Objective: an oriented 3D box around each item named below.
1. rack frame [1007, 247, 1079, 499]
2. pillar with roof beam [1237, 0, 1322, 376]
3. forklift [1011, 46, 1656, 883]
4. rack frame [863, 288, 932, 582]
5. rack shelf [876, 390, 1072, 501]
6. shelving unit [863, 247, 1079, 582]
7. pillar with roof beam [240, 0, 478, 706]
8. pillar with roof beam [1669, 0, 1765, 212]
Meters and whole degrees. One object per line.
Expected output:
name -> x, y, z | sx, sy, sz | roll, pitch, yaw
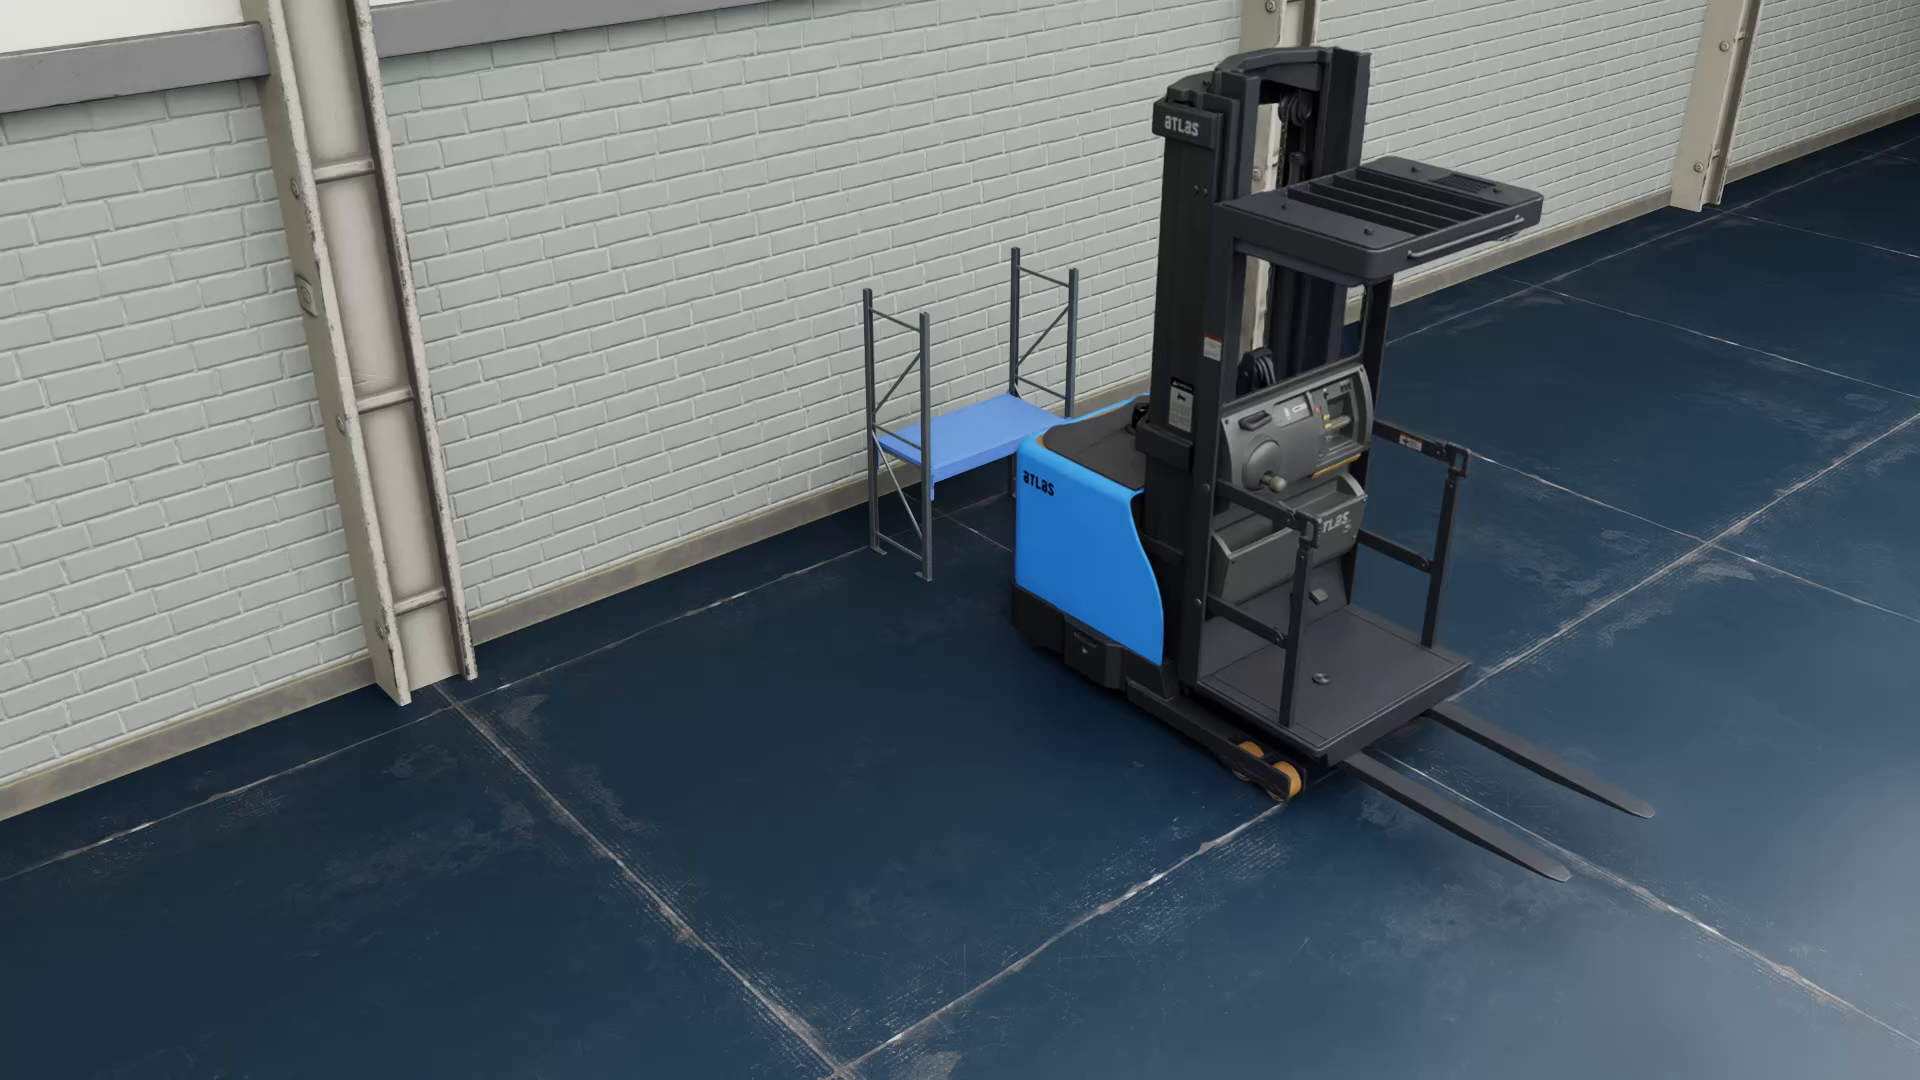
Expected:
rack frame -> 0.452, -0.843, 9.236 | 0.032, 1.500, 0.500 | -22, 35, -35
pillar with roof beam -> 4.787, -3.597, 6.433 | 0.400, 9.000, 9.100 | -22, 35, -35
forklift -> 1.585, -0.440, 6.963 | 1.130, 2.935, 3.031 | -22, 35, -35
rack frame -> -0.322, -0.532, 8.654 | 0.032, 1.500, 0.500 | -22, 35, -35
rack shelf -> 0.065, -0.529, 9.030 | 1.000, 0.185, 0.538 | -22, 35, -35
shelving unit -> 0.065, -0.688, 8.945 | 1.048, 1.500, 0.538 | -22, 35, -35
pillar with roof beam -> 0.223, -1.762, 2.999 | 0.400, 9.000, 9.100 | -22, 35, -35
pillar with roof beam -> 9.352, -5.433, 9.868 | 0.400, 9.000, 9.100 | -22, 35, -35
